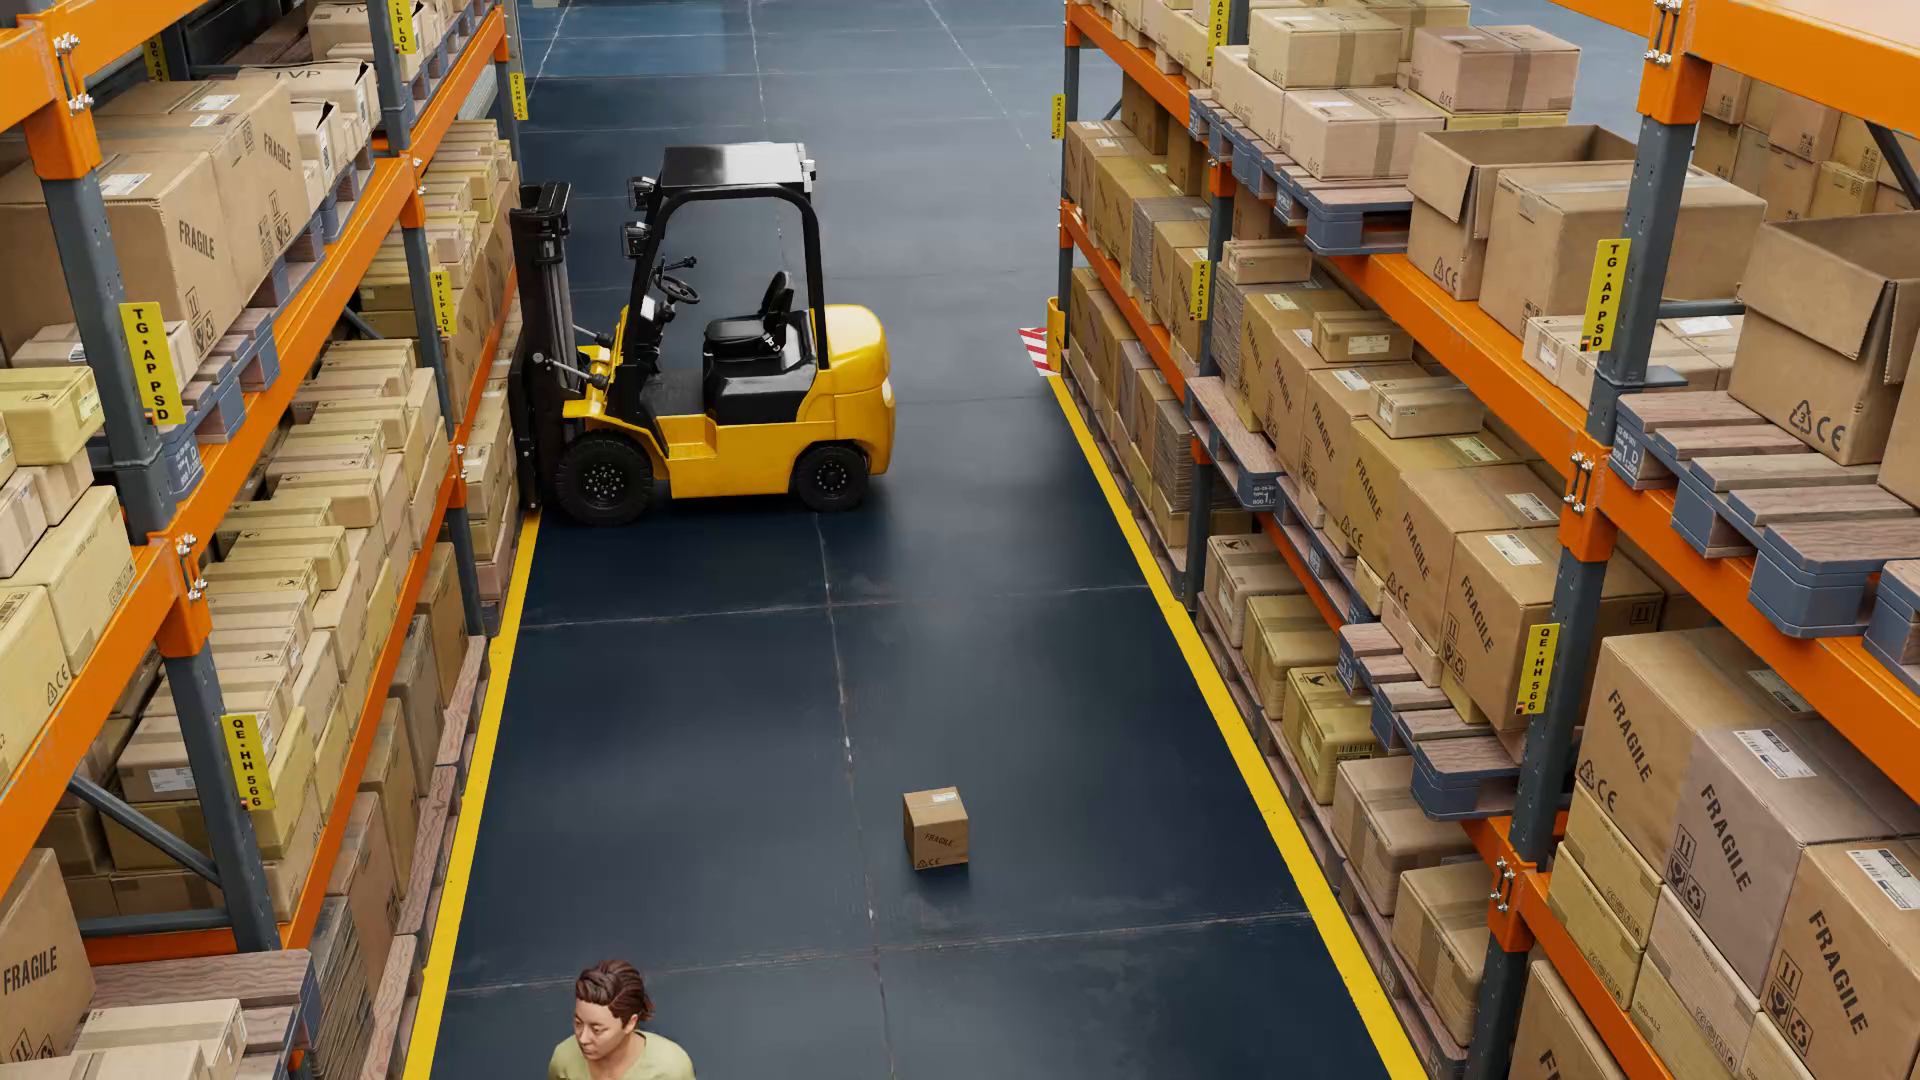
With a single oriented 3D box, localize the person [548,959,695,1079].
[{"bbox_3d":[-0.966,1.952,4.817,0.480,1.714,0.451,5,28,10],"label":"person"}]
